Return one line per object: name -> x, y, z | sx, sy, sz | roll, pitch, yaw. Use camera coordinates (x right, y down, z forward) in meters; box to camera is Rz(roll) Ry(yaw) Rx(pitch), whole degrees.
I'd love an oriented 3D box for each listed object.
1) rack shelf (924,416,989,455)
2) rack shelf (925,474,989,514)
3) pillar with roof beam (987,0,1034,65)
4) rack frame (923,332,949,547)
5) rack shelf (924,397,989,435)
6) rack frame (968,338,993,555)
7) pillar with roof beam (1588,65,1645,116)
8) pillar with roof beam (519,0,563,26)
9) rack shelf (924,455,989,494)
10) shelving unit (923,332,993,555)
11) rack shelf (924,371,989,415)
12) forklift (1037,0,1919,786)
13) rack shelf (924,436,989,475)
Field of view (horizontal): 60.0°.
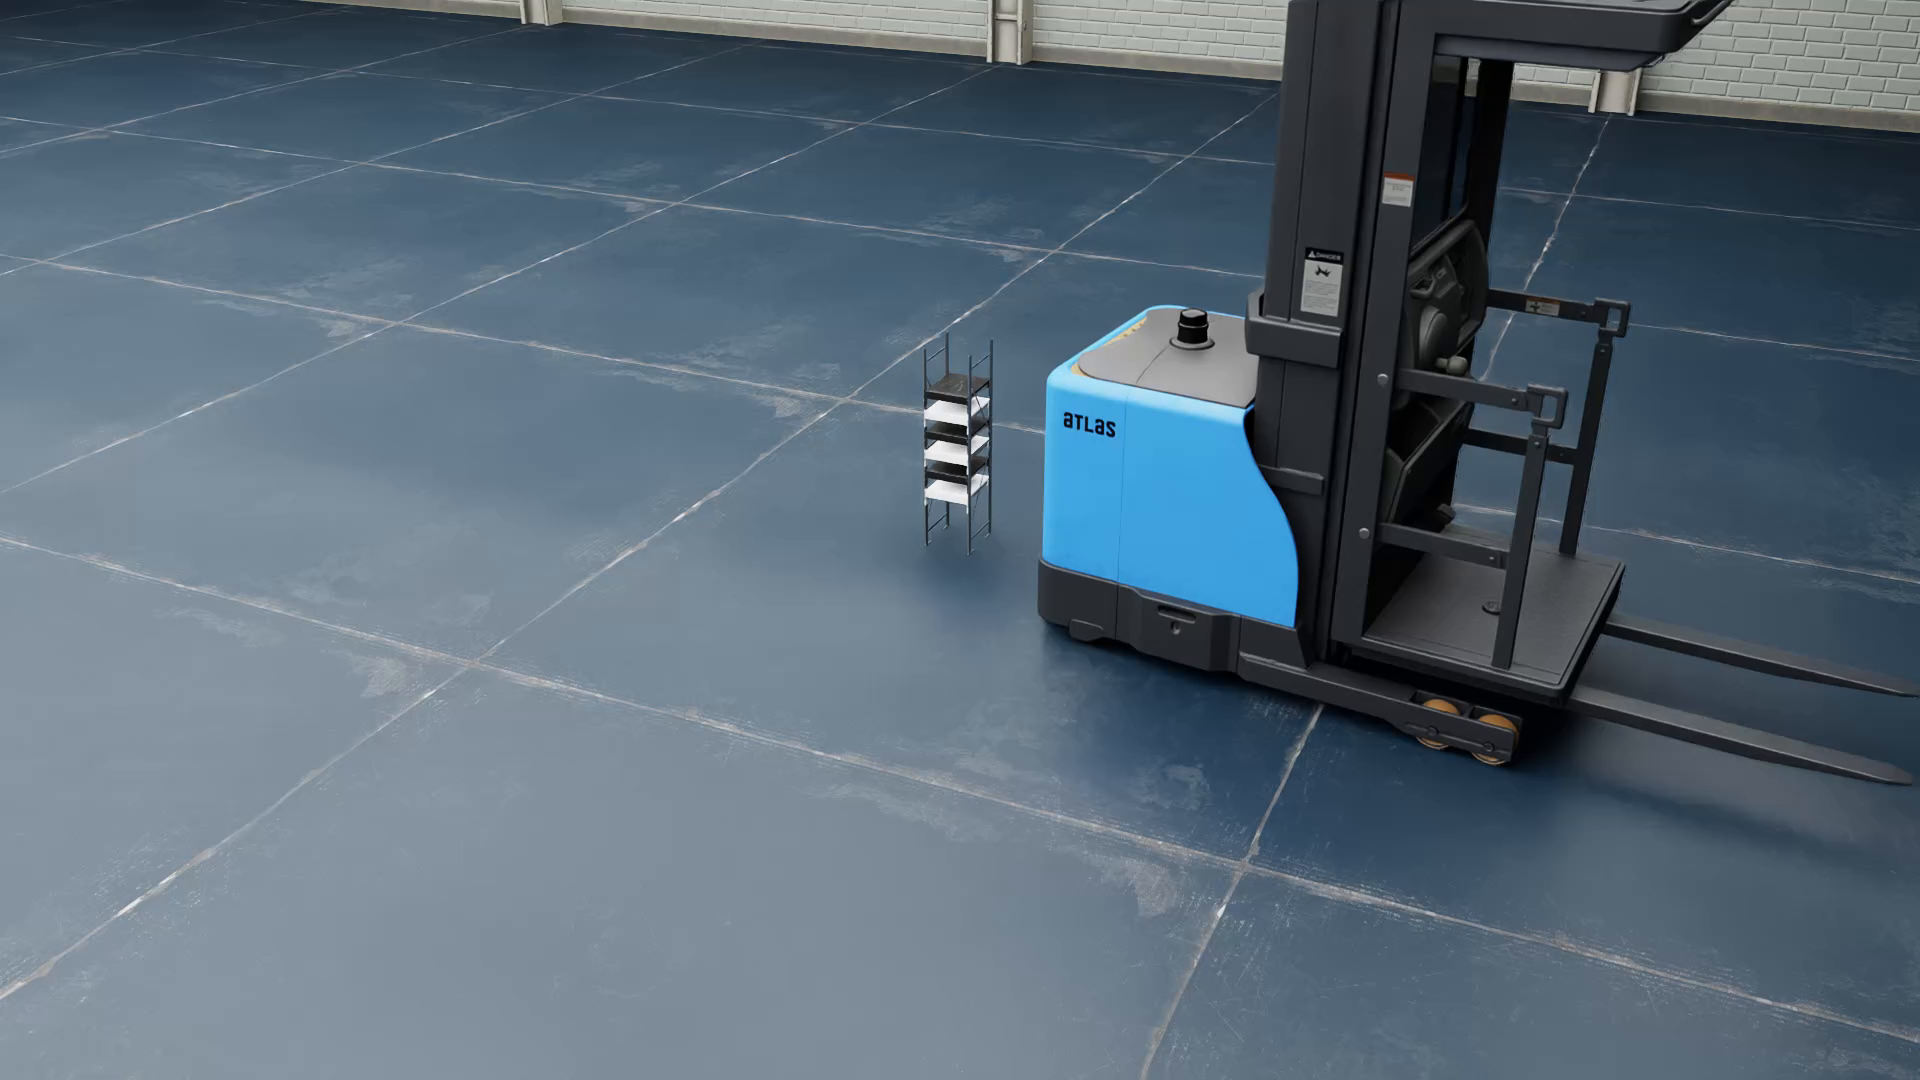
rack shelf -> -0.007, -0.456, 7.029 | 0.200, 0.077, 0.258 | 11, 28, 22
rack shelf -> -0.007, -0.214, 7.148 | 0.200, 0.077, 0.258 | 11, 28, 22
pillar with roof beam -> -1.260, -7.342, 11.974 | 0.400, 9.000, 9.100 | 11, 28, 22
rack frame -> -0.100, -0.424, 7.092 | 0.006, 0.900, 0.240 | 11, 28, 22
rack shelf -> -0.007, -0.537, 6.989 | 0.200, 0.077, 0.258 | 11, 28, 22
rack frame -> 0.085, -0.387, 7.017 | 0.006, 0.900, 0.240 | 11, 28, 22
pillar with roof beam -> 4.202, -6.245, 9.746 | 0.400, 9.000, 9.100 | 11, 28, 22
pillar with roof beam -> -6.722, -8.439, 14.203 | 0.400, 9.000, 9.100 | 11, 28, 22
rack shelf -> -0.007, -0.295, 7.109 | 0.200, 0.077, 0.258 | 11, 28, 22
shelving unit -> -0.007, -0.405, 7.054 | 0.210, 0.900, 0.258 | 11, 28, 22
rack shelf -> -0.007, -0.618, 6.950 | 0.200, 0.077, 0.258 | 11, 28, 22
forklift -> 1.835, -0.815, 5.588 | 3.031, 2.935, 1.130 | 15, 30, 27
rack shelf -> -0.007, -0.375, 7.069 | 0.200, 0.077, 0.258 | 11, 28, 22
